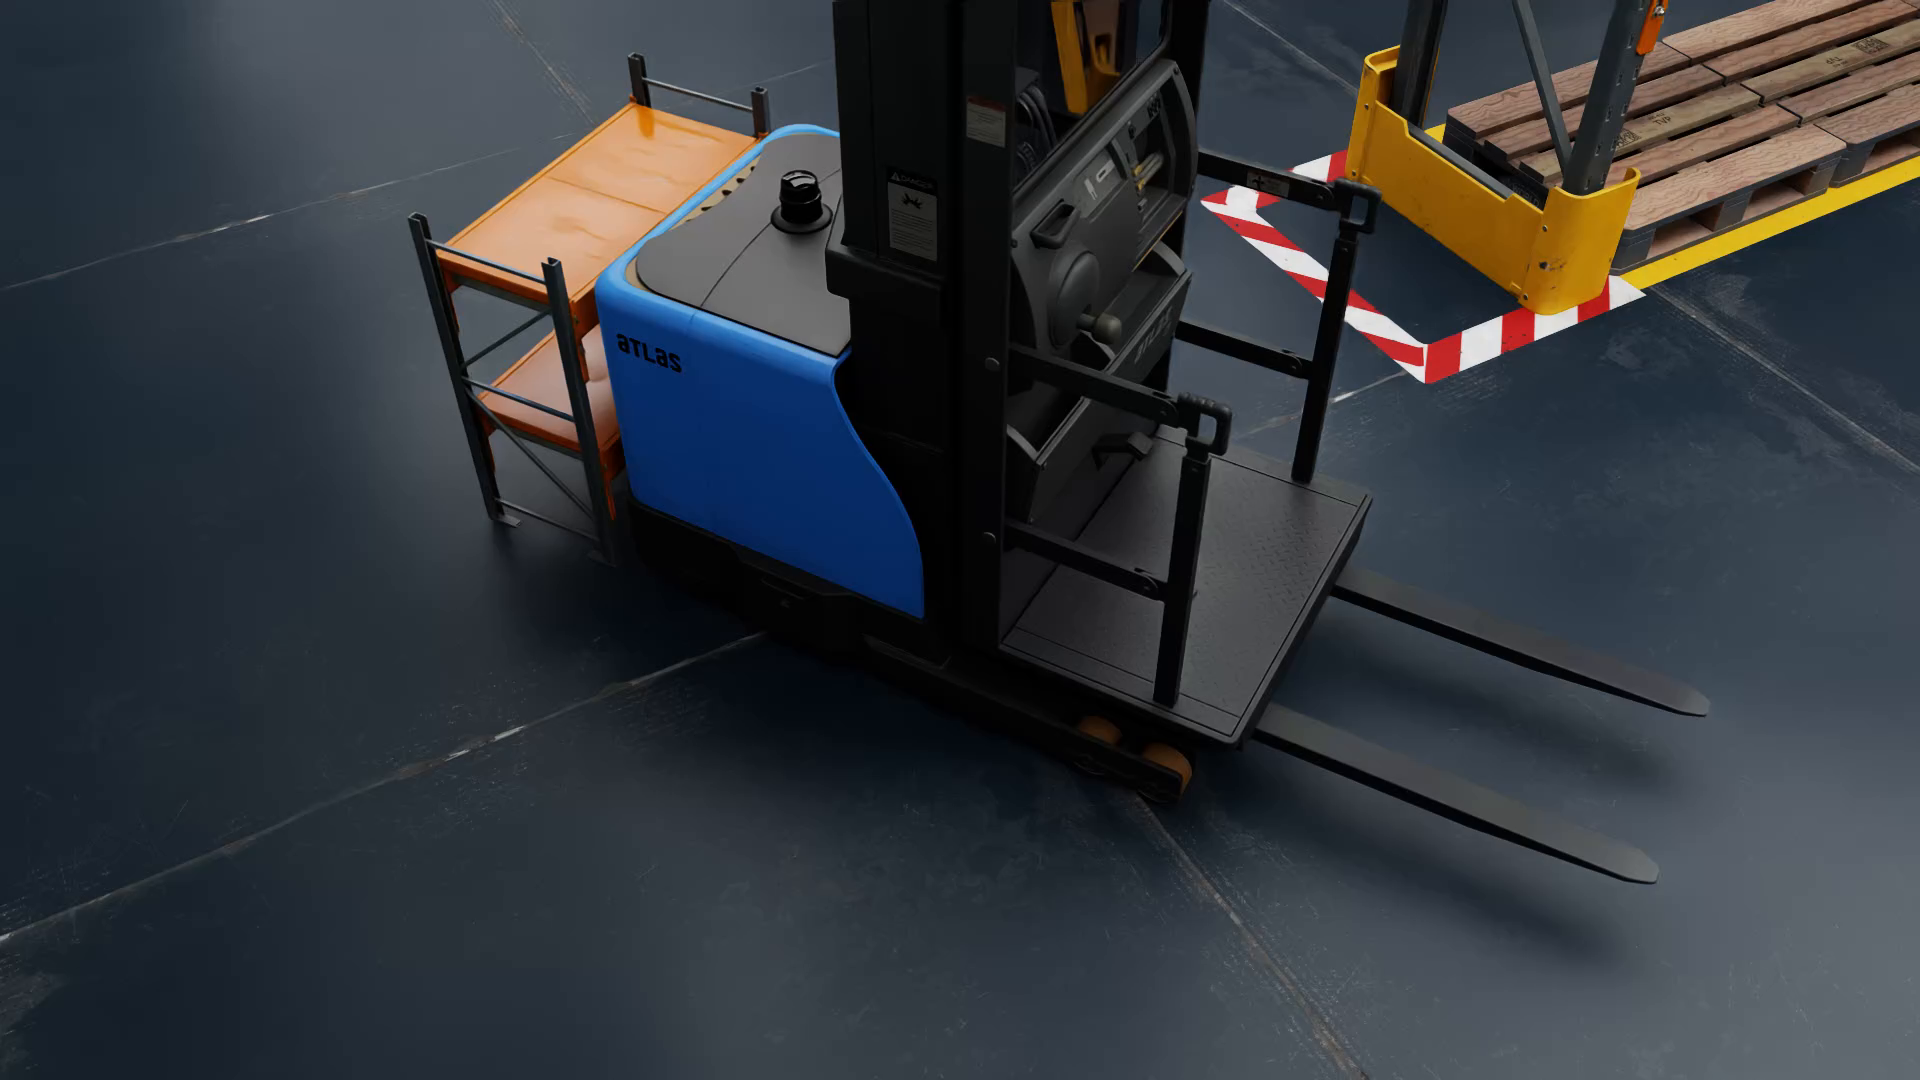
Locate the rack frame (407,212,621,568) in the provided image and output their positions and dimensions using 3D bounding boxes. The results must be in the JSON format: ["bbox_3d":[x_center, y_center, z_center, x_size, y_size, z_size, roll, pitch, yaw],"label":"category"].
[{"bbox_3d":[-1.283,-0.407,4.861,0.500,1.125,0.032,20,48,19],"label":"rack frame"}]

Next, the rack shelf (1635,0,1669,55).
[{"bbox_3d":[3.734,-2.747,6.443,4.000,0.370,1.077,-22,48,-21],"label":"rack shelf"}]

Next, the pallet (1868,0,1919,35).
[{"bbox_3d":[4.850,-2.420,7.592,1.213,0.211,1.003,-22,48,-21],"label":"pallet"}]

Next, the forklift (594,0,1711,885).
[{"bbox_3d":[0.540,-0.767,3.936,3.031,2.935,1.130,21,48,20],"label":"forklift"}]

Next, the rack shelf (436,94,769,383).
[{"bbox_3d":[-1.047,-0.930,4.981,0.538,0.278,1.000,20,48,19],"label":"rack shelf"}]

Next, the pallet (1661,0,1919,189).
[{"bbox_3d":[3.791,-1.994,7.153,1.213,0.211,1.003,-22,48,-21],"label":"pallet"}]

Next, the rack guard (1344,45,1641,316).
[{"bbox_3d":[1.985,-1.398,6.332,0.348,0.500,1.175,-22,48,-21],"label":"rack guard"}]

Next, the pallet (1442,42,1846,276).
[{"bbox_3d":[2.734,-1.573,6.720,1.213,0.211,1.003,-22,48,-21],"label":"pallet"}]

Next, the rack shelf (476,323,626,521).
[{"bbox_3d":[-1.047,-0.545,5.355,0.538,0.278,1.000,20,48,19],"label":"rack shelf"}]

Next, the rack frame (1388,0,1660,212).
[{"bbox_3d":[2.000,-2.311,5.478,0.127,3.000,1.000,-22,48,-21],"label":"rack frame"}]

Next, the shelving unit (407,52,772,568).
[{"bbox_3d":[-1.047,-0.720,5.184,0.538,1.125,1.048,20,48,19],"label":"shelving unit"}]

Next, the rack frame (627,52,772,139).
[{"bbox_3d":[-0.811,-1.034,5.508,0.500,1.125,0.032,20,48,19],"label":"rack frame"}]
